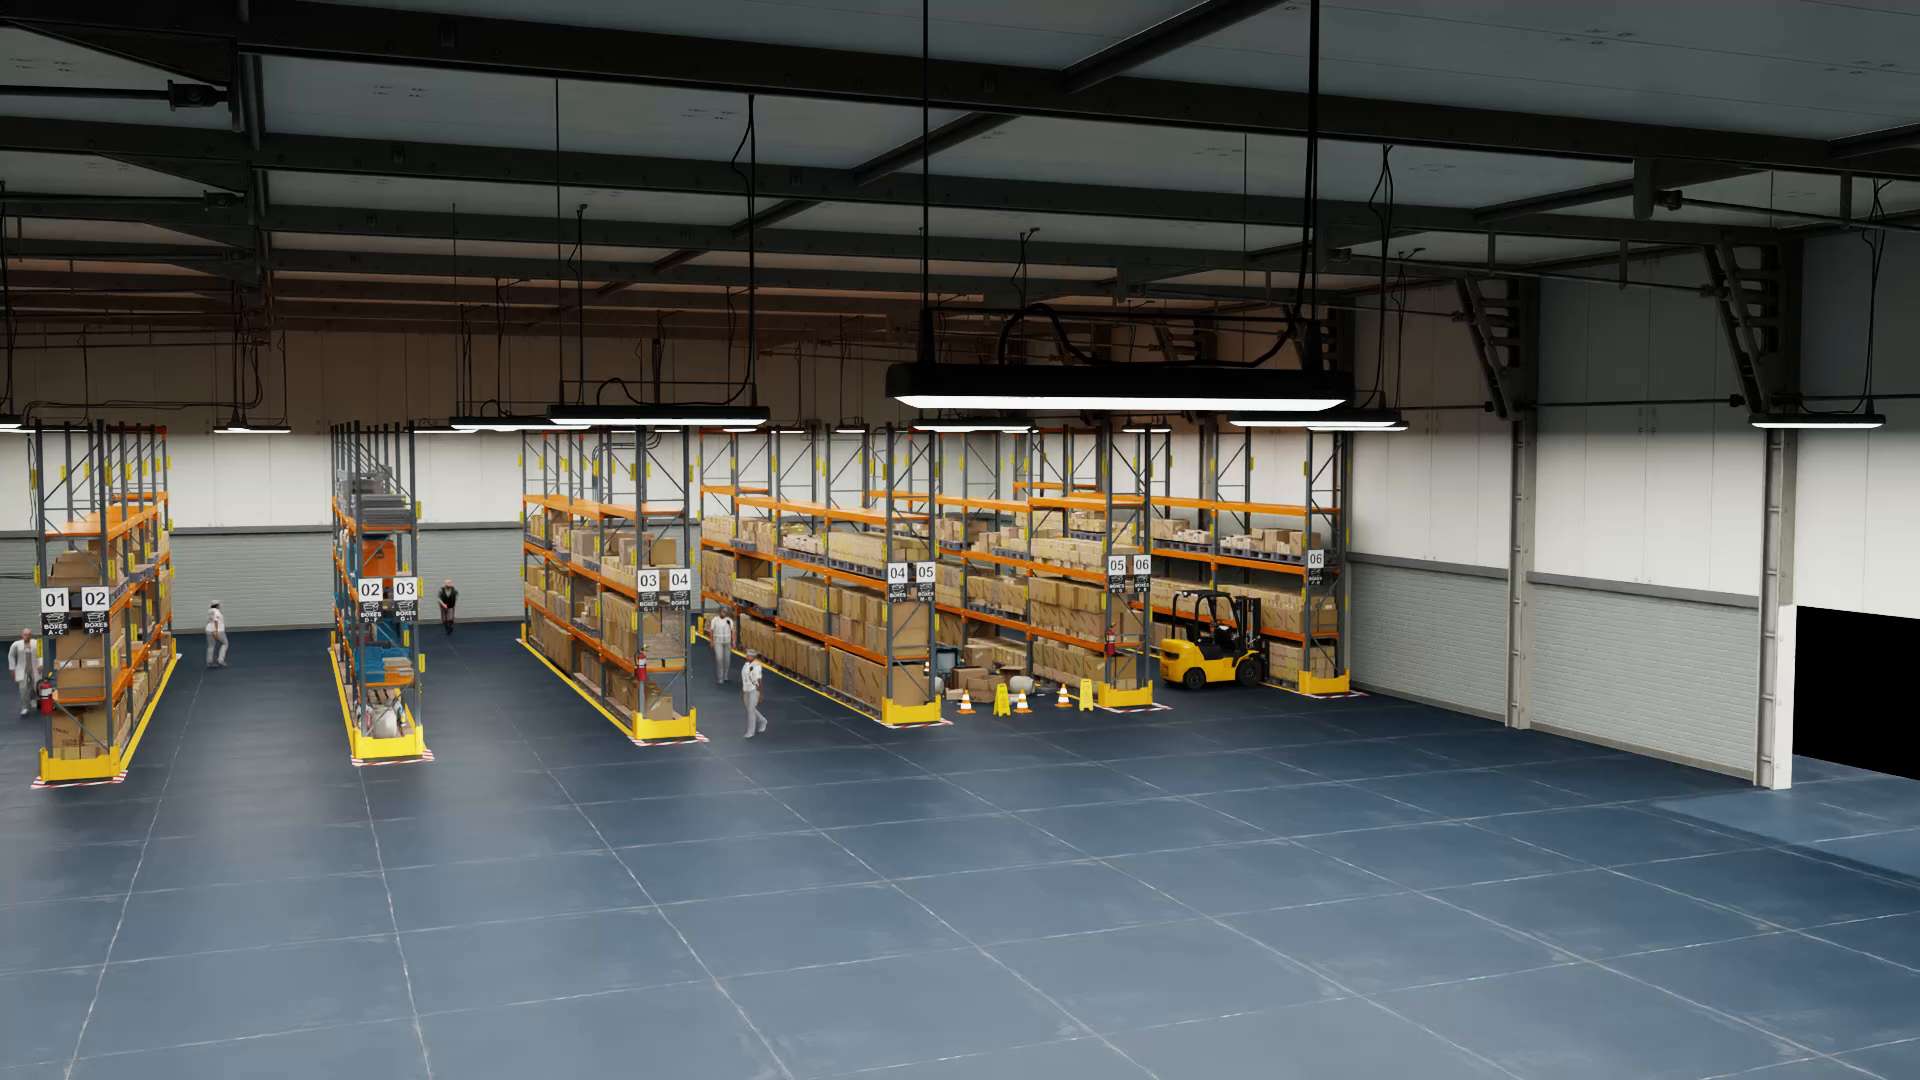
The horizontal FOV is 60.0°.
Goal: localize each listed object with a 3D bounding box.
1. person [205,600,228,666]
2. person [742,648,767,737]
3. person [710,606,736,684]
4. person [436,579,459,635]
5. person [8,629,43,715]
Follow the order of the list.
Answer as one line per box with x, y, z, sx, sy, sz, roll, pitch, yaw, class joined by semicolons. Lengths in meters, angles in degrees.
-18.496;2.327;41.276;0.508;1.679;0.552;1;4;11;person
-3.941;2.893;31.833;0.457;1.668;0.771;3;5;43;person
-5.509;2.450;38.802;0.561;1.817;0.621;-2;4;-25;person
-14.709;1.927;47.743;0.619;1.630;0.724;-1;4;-14;person
-19.356;2.752;34.496;0.669;1.653;0.753;-2;4;-34;person
